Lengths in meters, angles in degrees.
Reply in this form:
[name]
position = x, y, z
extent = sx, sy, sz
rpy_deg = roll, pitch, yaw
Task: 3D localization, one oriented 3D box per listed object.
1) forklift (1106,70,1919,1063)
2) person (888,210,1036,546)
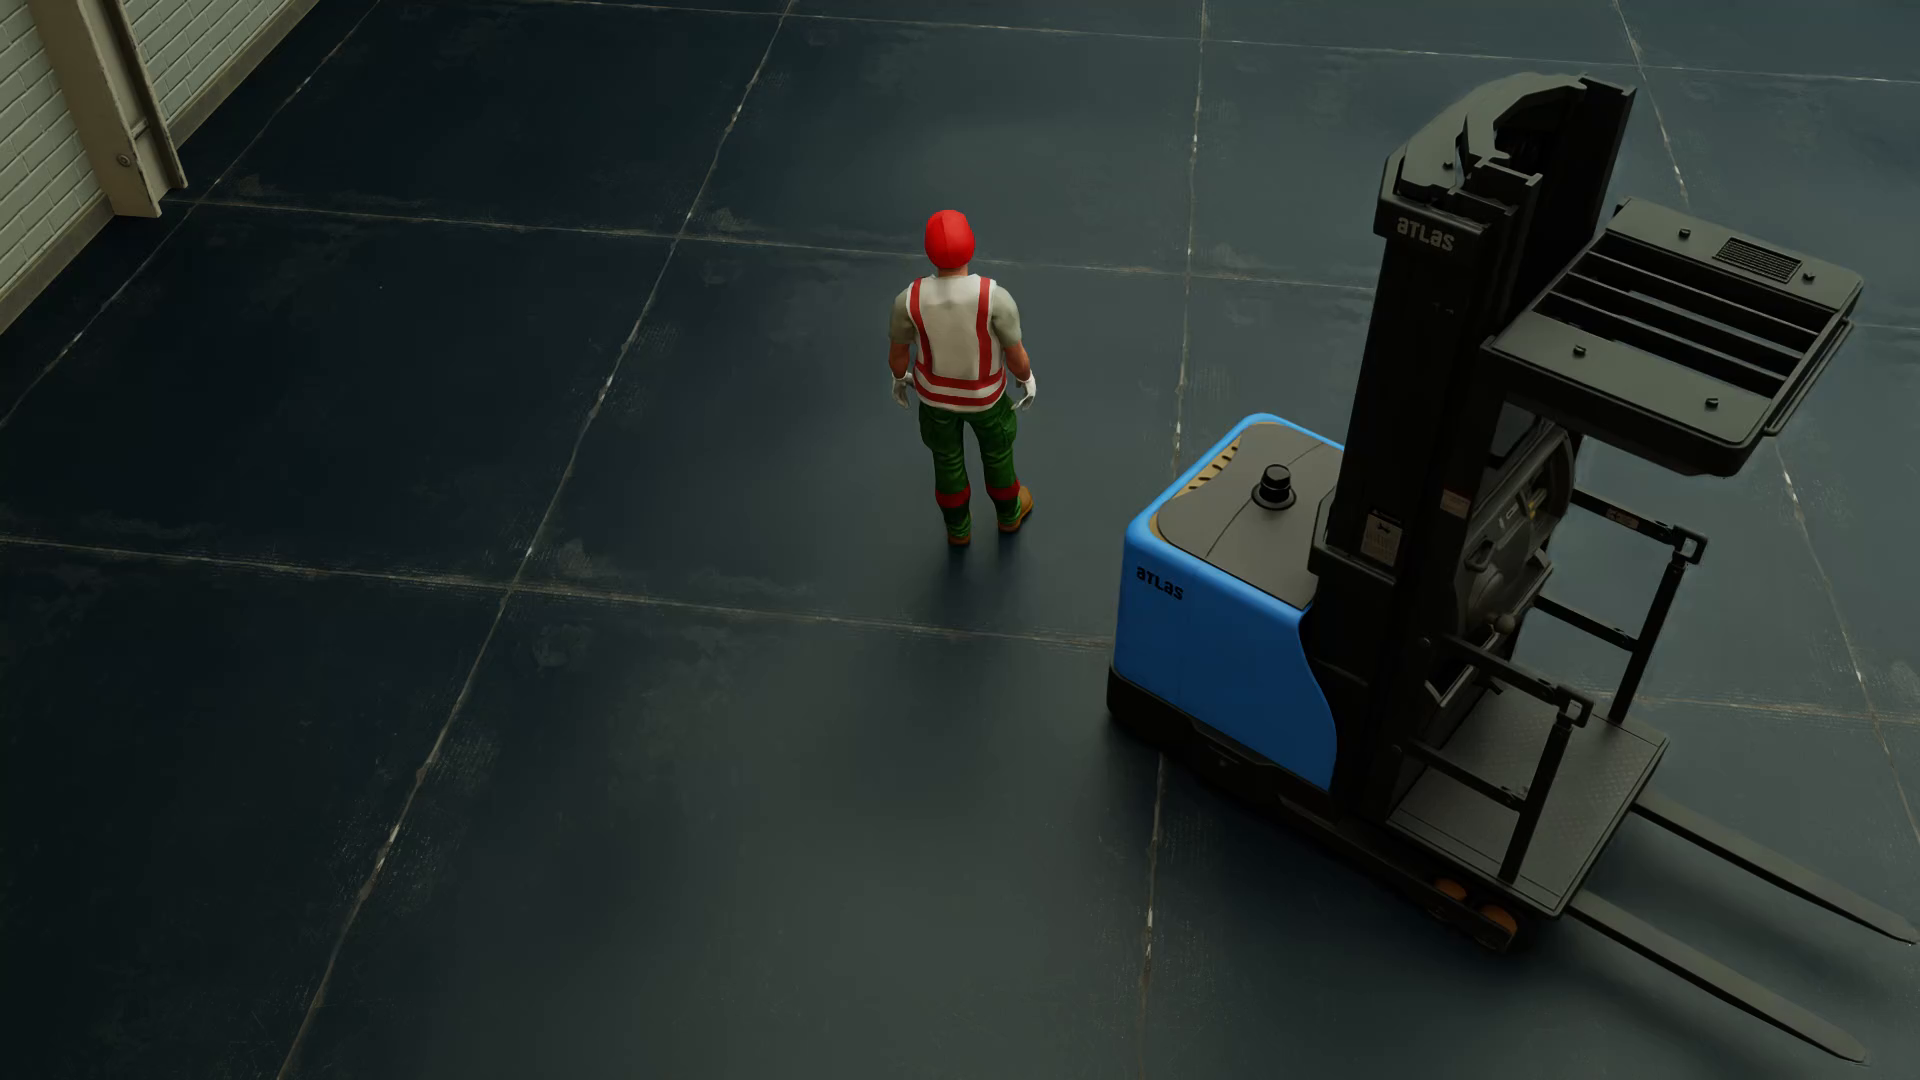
[forklift]
position = 2.084, 0.039, 5.682
extent = 3.031, 2.935, 1.130
rpy_deg = 29, 50, 28
[person]
position = 0.022, -0.717, 7.338
extent = 0.638, 1.787, 0.564
rpy_deg = 5, 43, 6
